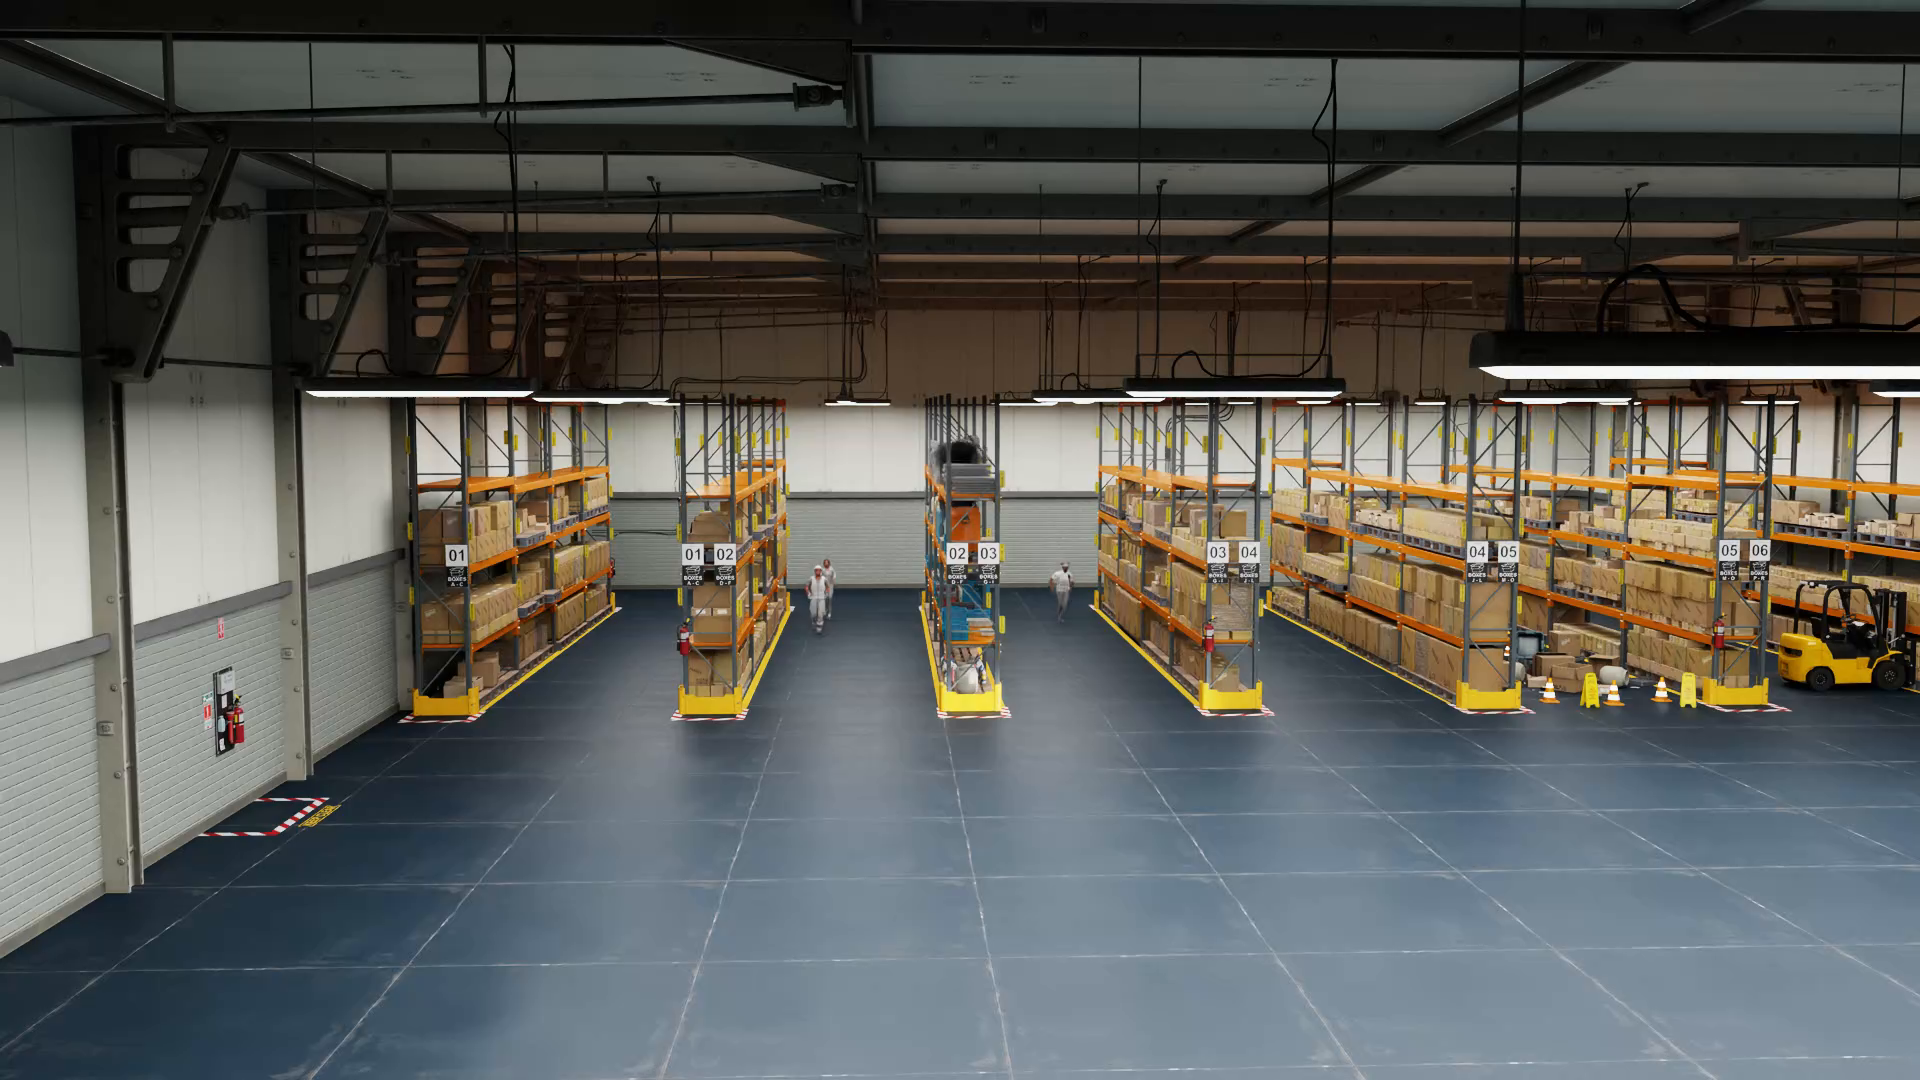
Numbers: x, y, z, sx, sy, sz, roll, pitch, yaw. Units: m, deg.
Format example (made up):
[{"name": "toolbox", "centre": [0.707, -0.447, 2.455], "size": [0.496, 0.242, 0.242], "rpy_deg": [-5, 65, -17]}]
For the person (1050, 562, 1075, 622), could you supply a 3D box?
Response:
[{"name": "person", "centre": [2.742, 1.389, 44.481], "size": [0.658, 1.652, 0.555], "rpy_deg": [-1, 5, -8]}]

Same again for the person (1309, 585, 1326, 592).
[{"name": "person", "centre": [10.421, 1.038, 48.642], "size": [0.878, 1.652, 0.596], "rpy_deg": [2, 5, 19]}]

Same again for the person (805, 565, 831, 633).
[{"name": "person", "centre": [-3.608, 1.516, 42.189], "size": [0.650, 1.744, 0.595], "rpy_deg": [0, 5, -5]}]

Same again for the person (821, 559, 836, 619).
[{"name": "person", "centre": [-3.648, 1.314, 45.498], "size": [0.516, 1.623, 0.824], "rpy_deg": [-1, 5, -8]}]
